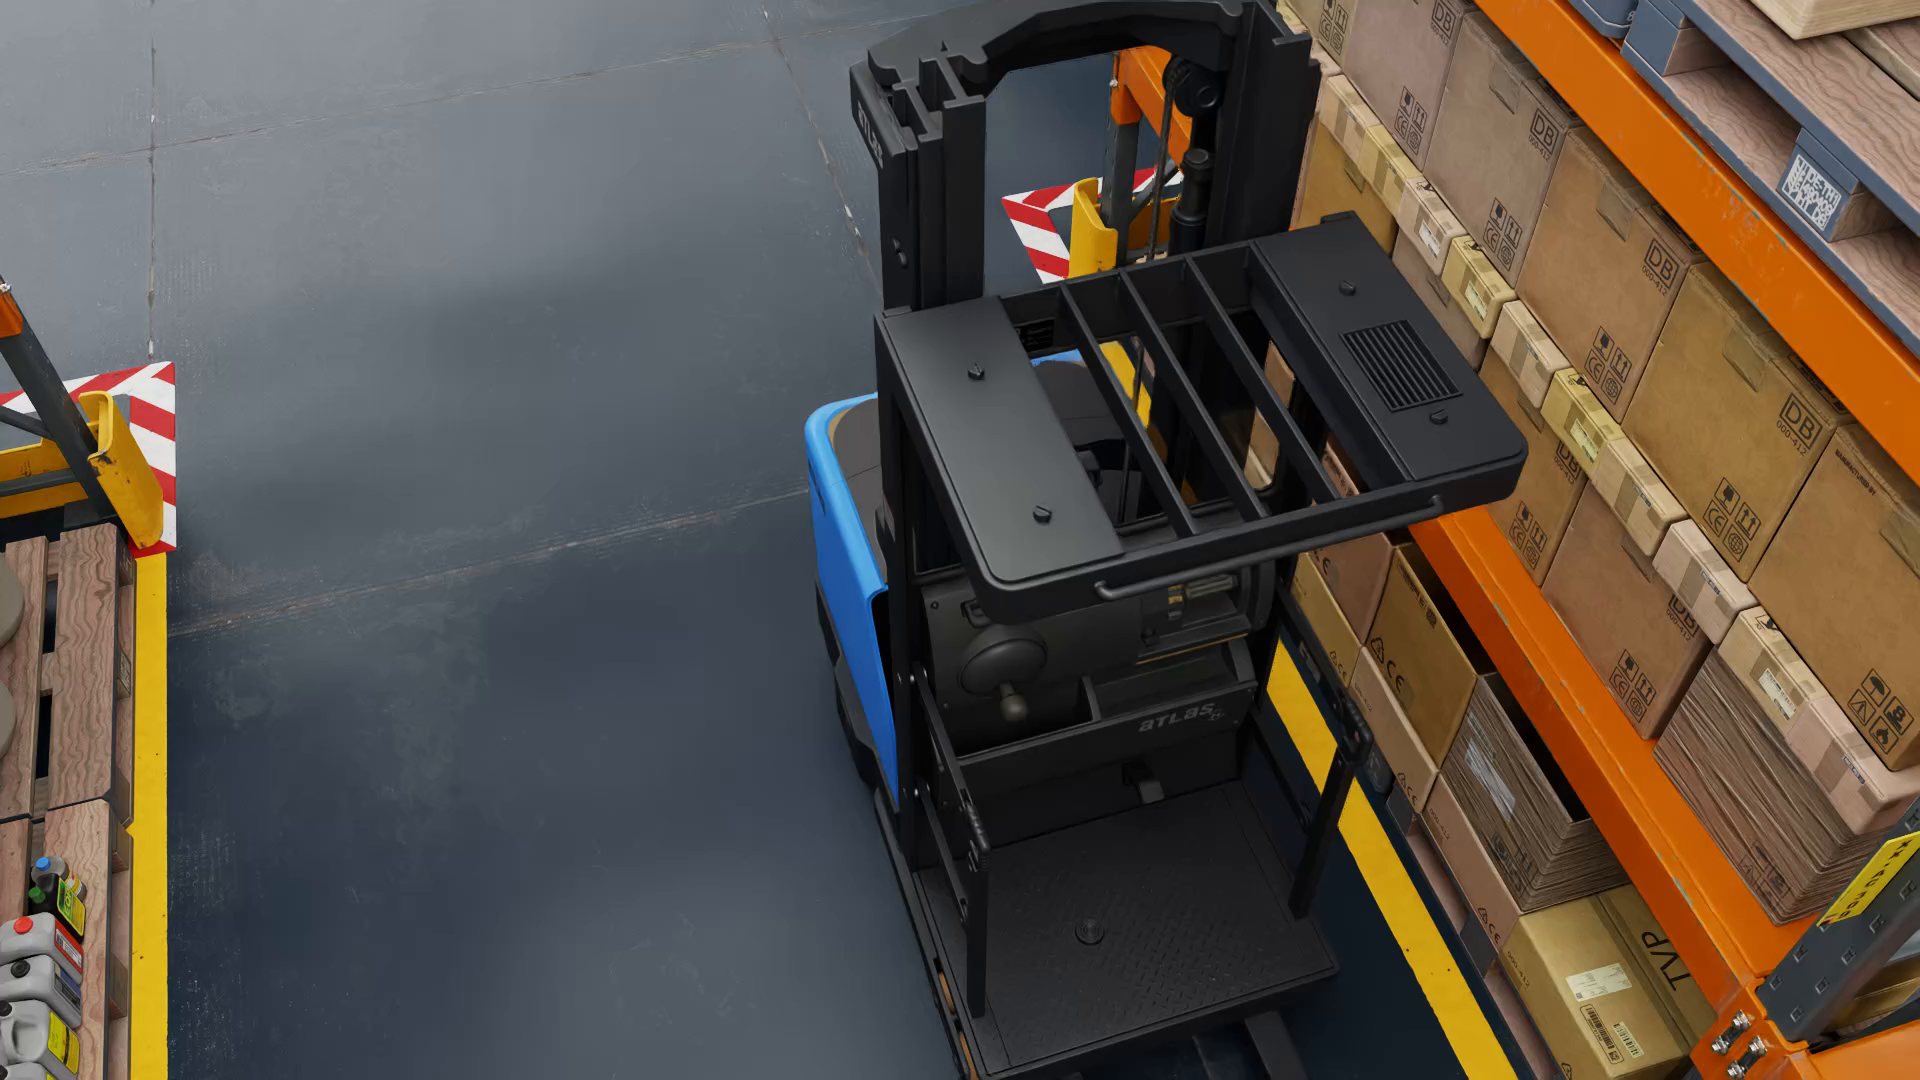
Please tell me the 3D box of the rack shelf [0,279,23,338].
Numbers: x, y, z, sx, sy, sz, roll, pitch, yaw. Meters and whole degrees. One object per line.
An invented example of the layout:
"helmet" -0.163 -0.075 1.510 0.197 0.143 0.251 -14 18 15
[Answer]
"rack shelf" -3.074 0.705 4.164 1.077 0.370 4.000 -13 51 -11

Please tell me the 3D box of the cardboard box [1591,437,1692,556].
"cardboard box" 1.735 -0.138 3.915 0.380 0.149 0.250 -13 51 -11

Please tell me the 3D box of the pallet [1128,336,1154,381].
"pallet" 1.333 -0.657 6.666 1.003 0.211 1.213 -13 51 -11

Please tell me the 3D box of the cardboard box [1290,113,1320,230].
"cardboard box" 1.353 -1.411 5.412 0.700 0.500 0.500 -12 51 -10

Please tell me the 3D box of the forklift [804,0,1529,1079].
"forklift" 0.432 0.296 4.084 1.130 2.935 3.031 -14 51 -11

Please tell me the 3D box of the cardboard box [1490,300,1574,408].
"cardboard box" 1.591 -0.503 4.222 0.380 0.149 0.250 -12 51 -10

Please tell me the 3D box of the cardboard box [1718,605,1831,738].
"cardboard box" 1.894 0.244 3.593 0.380 0.149 0.250 -14 51 -12

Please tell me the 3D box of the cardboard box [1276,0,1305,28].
"cardboard box" 1.130 -1.636 5.178 0.380 0.149 0.250 -13 51 -11

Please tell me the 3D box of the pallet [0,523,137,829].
"pallet" -3.363 0.550 5.648 1.003 0.211 1.213 -13 51 -11

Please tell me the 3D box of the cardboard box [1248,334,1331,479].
"cardboard box" 1.323 -0.427 5.681 0.500 0.500 0.500 -13 51 -11

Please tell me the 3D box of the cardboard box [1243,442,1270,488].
"cardboard box" 1.312 -0.183 5.966 0.500 0.250 0.500 -13 51 -11

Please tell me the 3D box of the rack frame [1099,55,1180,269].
"rack frame" 1.067 -2.105 6.063 1.000 3.000 0.127 -13 51 -11

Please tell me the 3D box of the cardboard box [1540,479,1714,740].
"cardboard box" 1.951 0.078 4.157 0.700 0.500 0.500 -14 51 -11

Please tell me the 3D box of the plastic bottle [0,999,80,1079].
"plastic bottle" -2.562 1.378 4.571 0.144 0.351 0.185 -11 51 -9

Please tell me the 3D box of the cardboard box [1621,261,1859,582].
"cardboard box" 1.962 -0.325 3.649 0.700 0.500 0.500 -13 51 -11

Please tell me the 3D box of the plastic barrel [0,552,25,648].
"plastic barrel" -3.398 0.142 5.521 0.421 0.512 0.421 0 50 0

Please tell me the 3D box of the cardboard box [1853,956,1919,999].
"cardboard box" 2.412 0.916 4.549 0.500 0.500 0.500 -13 51 -11

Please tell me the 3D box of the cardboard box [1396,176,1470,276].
"cardboard box" 1.431 -0.888 4.547 0.380 0.149 0.250 -13 51 -11

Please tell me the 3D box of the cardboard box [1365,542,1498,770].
"cardboard box" 1.616 0.304 5.065 0.500 0.500 0.500 -13 51 -11

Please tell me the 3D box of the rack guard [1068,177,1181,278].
"rack guard" 1.060 -1.317 7.033 1.175 0.500 0.348 -13 51 -11

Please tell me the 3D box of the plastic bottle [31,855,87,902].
"plastic bottle" -2.704 1.015 4.975 0.097 0.201 0.097 0 50 0

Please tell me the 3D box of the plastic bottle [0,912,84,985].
"plastic bottle" -2.656 1.181 4.786 0.152 0.276 0.135 -13 51 -11

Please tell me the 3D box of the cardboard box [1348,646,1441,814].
"cardboard box" 1.604 0.549 5.349 0.500 0.250 0.500 -13 51 -11

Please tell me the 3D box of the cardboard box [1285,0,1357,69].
"cardboard box" 1.369 -1.790 4.883 0.700 0.500 0.500 -15 51 -12

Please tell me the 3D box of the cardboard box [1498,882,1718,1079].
"cardboard box" 1.904 1.278 4.734 0.500 0.250 0.500 -13 51 -11

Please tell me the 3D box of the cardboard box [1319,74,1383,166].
"cardboard box" 1.284 -1.257 4.858 0.380 0.149 0.250 -15 51 -12

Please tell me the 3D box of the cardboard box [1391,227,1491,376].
"cardboard box" 1.653 -0.663 4.782 0.700 0.500 0.500 -12 51 -10

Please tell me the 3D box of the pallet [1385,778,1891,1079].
"pallet" 2.055 1.125 5.164 1.003 0.211 1.213 -13 51 -11

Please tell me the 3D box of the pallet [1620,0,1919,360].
"pallet" 1.973 -0.739 3.007 1.003 0.211 1.213 -13 51 -11

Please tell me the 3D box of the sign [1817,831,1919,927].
"sign" 1.720 0.638 3.132 0.100 0.325 0.005 -13 51 -11

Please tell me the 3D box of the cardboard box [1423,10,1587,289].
"cardboard box" 1.667 -1.056 4.265 0.700 0.500 0.500 -13 51 -11
